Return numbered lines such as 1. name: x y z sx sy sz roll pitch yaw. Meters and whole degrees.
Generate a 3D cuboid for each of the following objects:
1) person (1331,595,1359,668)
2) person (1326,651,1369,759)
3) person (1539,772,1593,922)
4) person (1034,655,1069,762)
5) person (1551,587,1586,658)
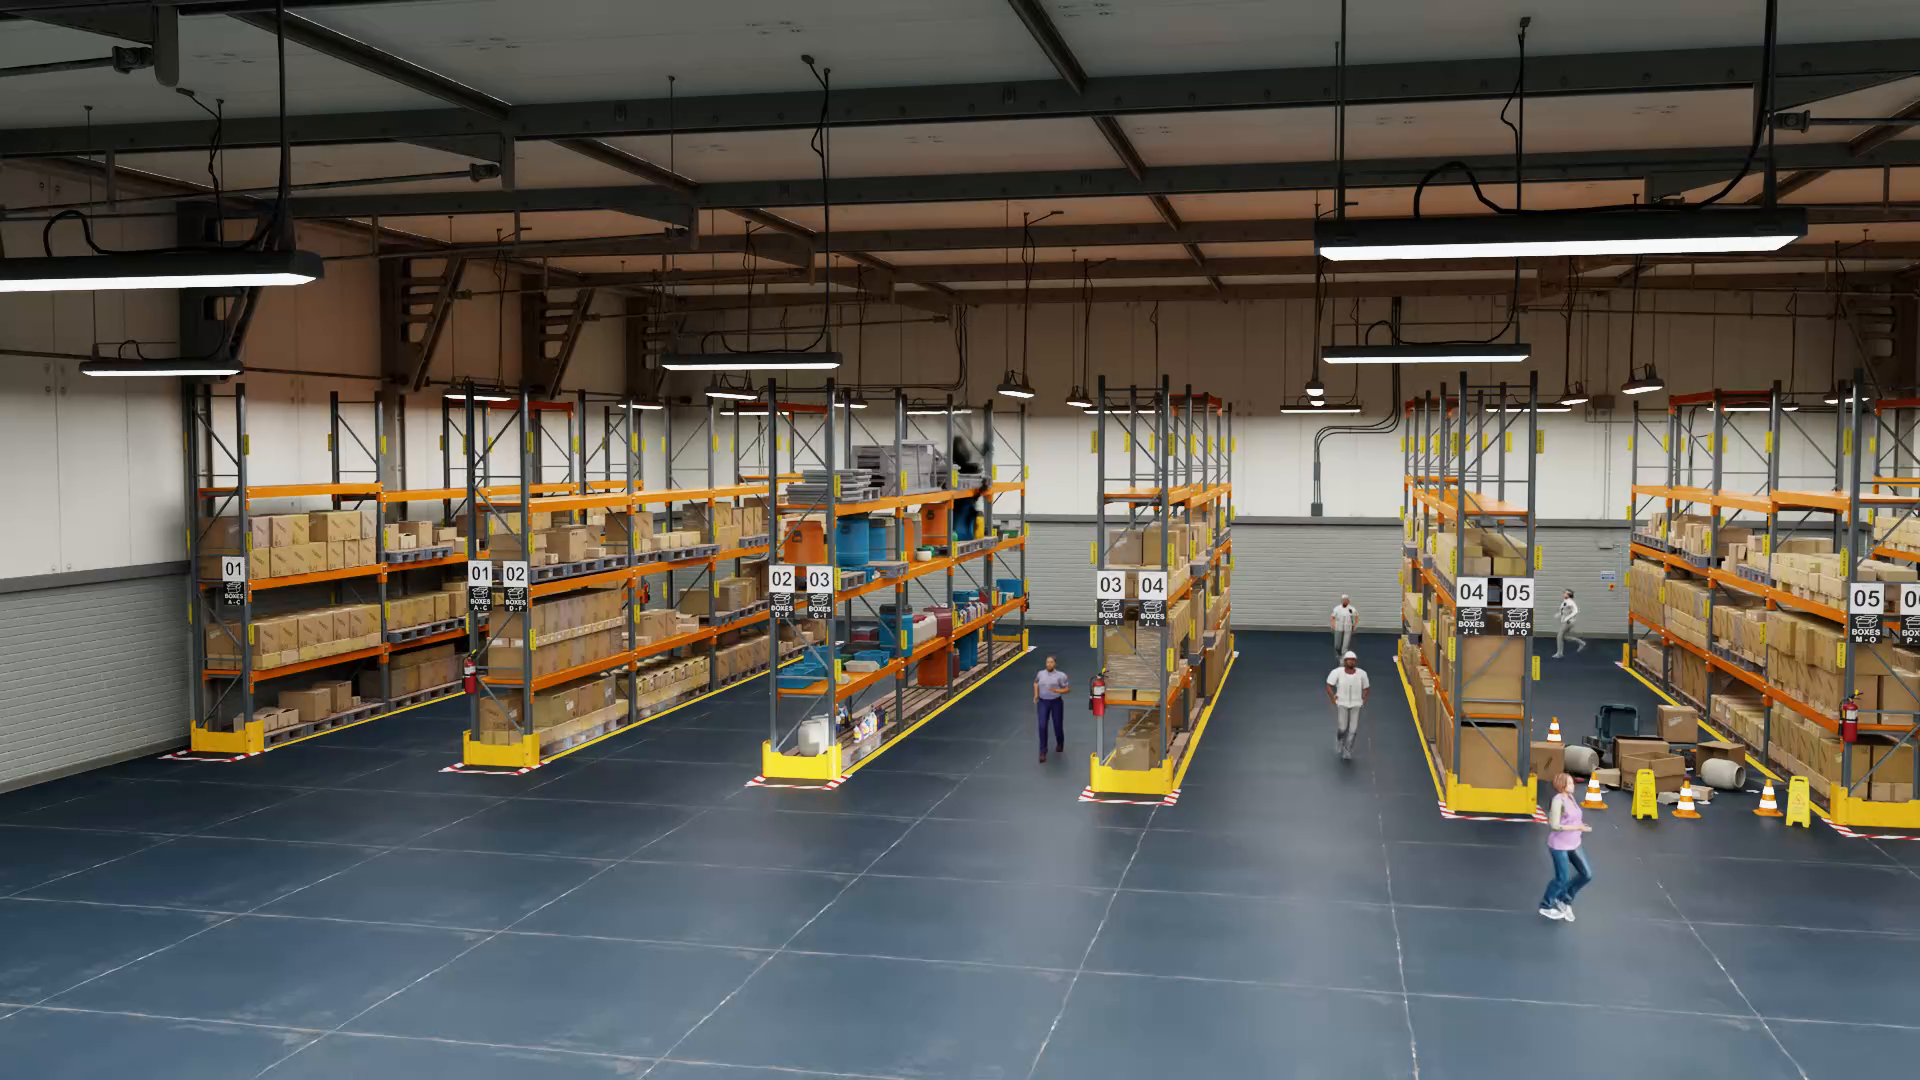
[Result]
1. person: 8.681 2.055 37.541 0.630 1.648 0.777 1 3 17
2. person: 6.176 2.624 26.414 0.676 1.720 0.571 0 3 3
3. person: 6.347 3.211 17.350 0.519 1.582 0.615 -3 4 -39
4. person: 1.440 2.651 26.433 0.607 1.636 0.907 1 3 12
5. person: 14.308 1.954 39.022 0.794 1.687 0.620 1 3 11
